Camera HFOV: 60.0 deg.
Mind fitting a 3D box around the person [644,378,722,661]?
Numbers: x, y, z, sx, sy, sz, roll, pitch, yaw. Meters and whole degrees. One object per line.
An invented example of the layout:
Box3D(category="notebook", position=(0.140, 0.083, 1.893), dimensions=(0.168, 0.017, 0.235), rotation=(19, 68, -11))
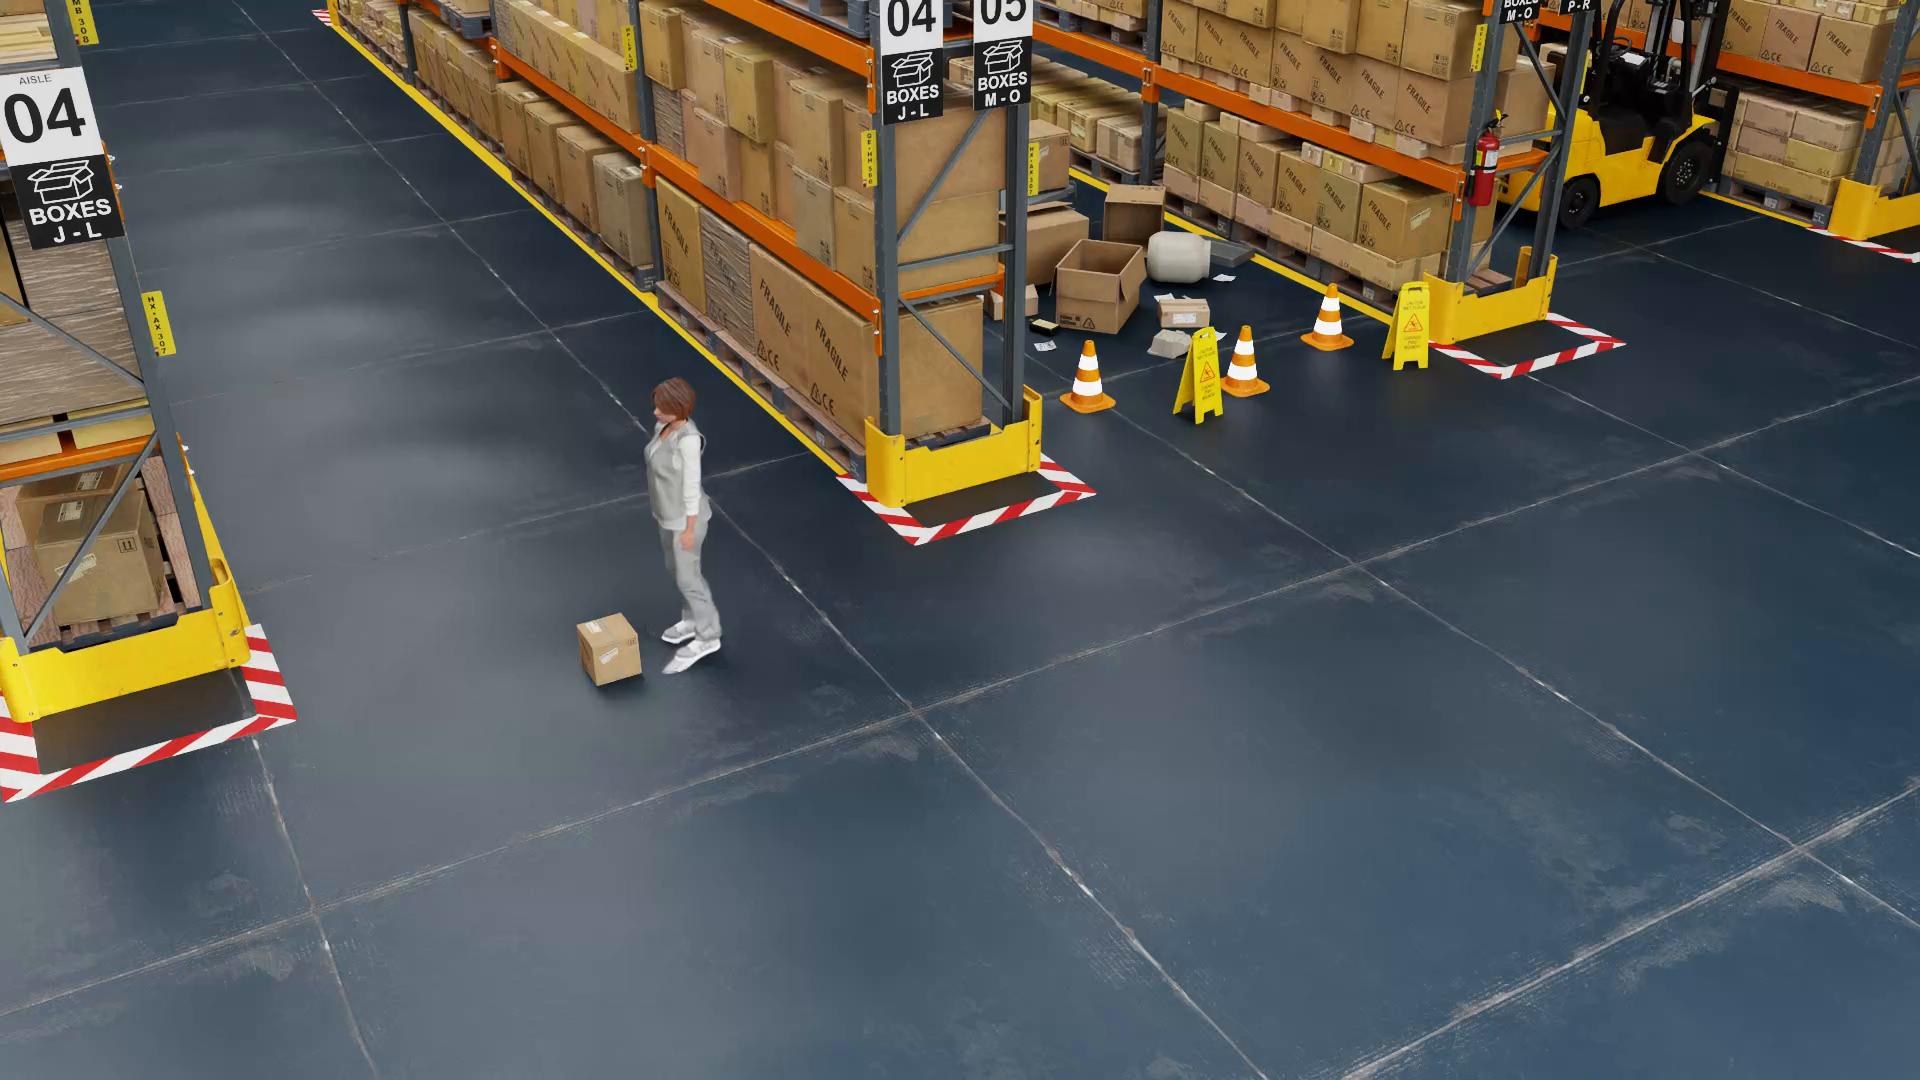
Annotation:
Box3D(category="person", position=(-1.460, -0.110, 8.758), dimensions=(0.310, 1.596, 0.406), rotation=(-15, 33, -25))
